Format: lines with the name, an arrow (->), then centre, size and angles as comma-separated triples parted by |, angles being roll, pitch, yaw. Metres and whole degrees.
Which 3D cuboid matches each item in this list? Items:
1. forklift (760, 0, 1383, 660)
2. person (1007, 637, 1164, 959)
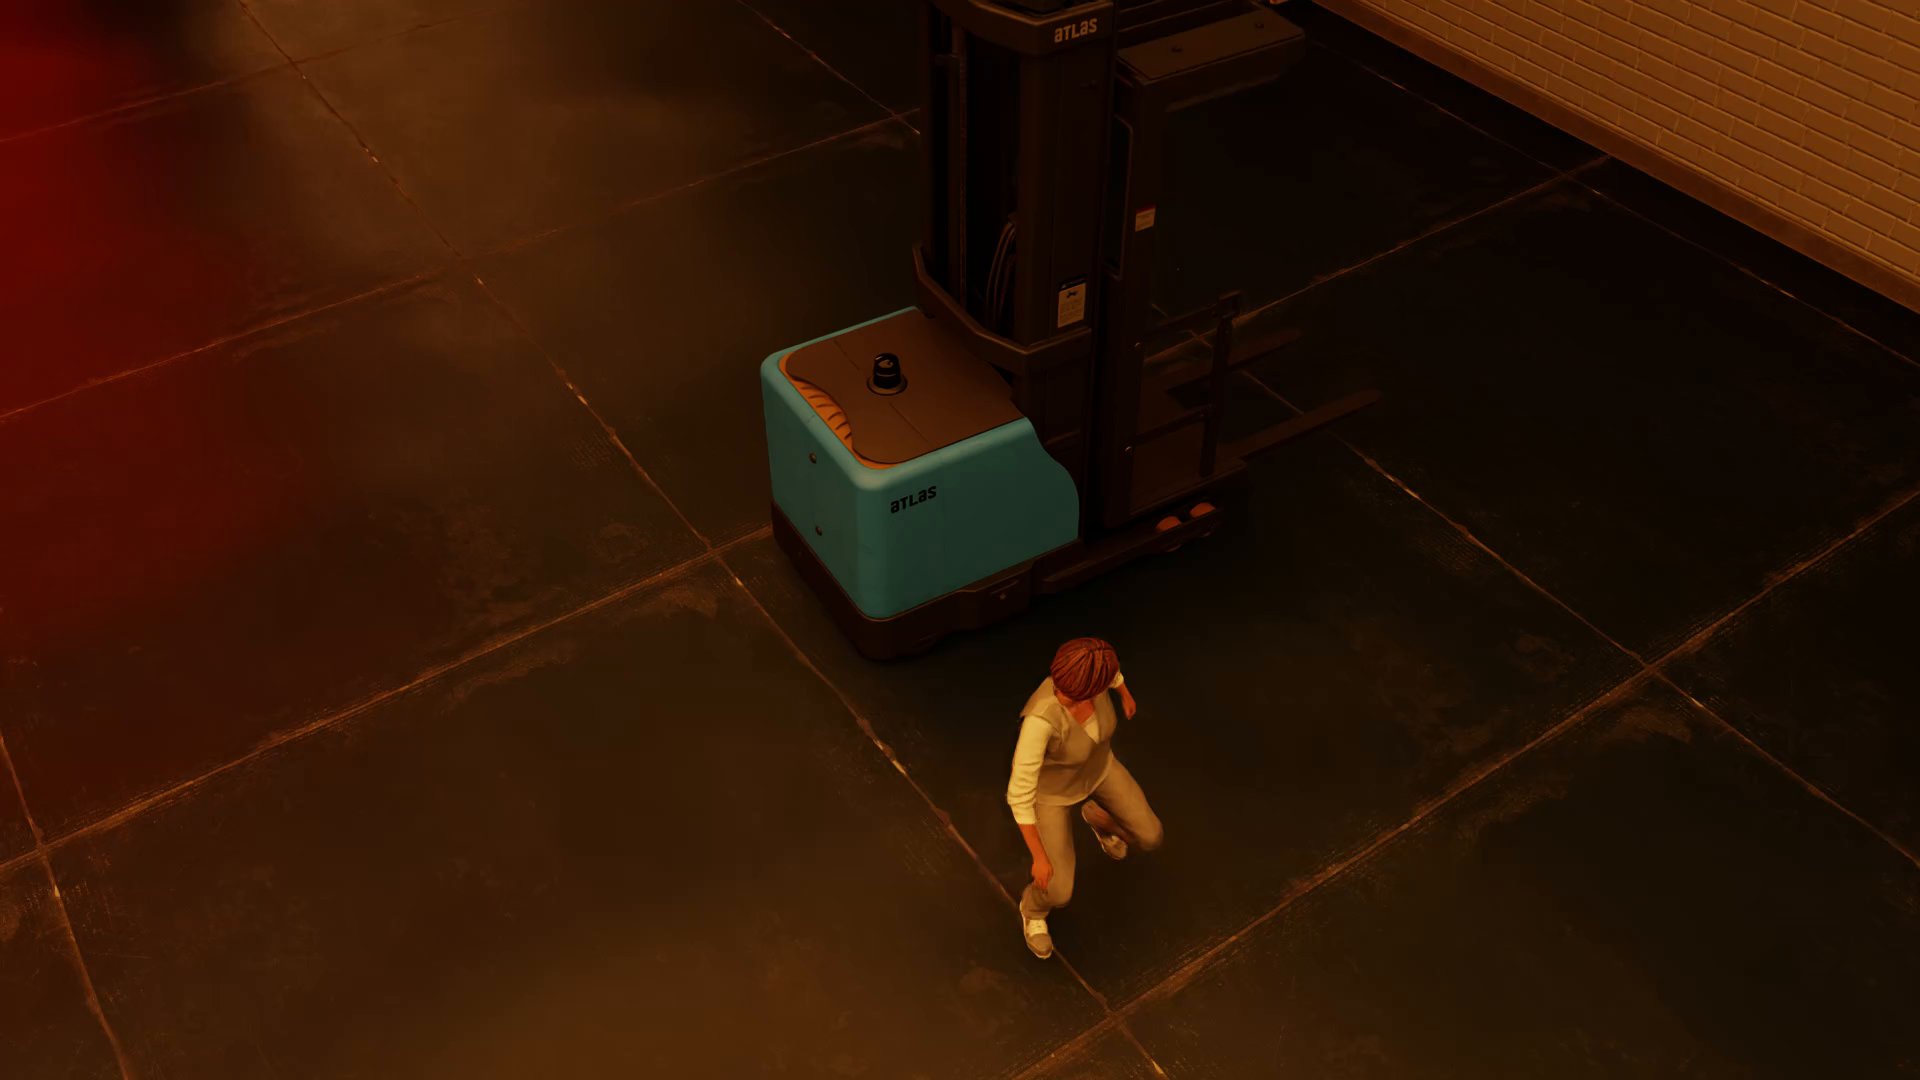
forklift -> 0.653, -1.309, 7.136 | 3.031, 2.935, 1.130 | -22, 47, -22
person -> 0.430, 0.860, 5.868 | 0.742, 1.495, 0.474 | -27, 49, -26
